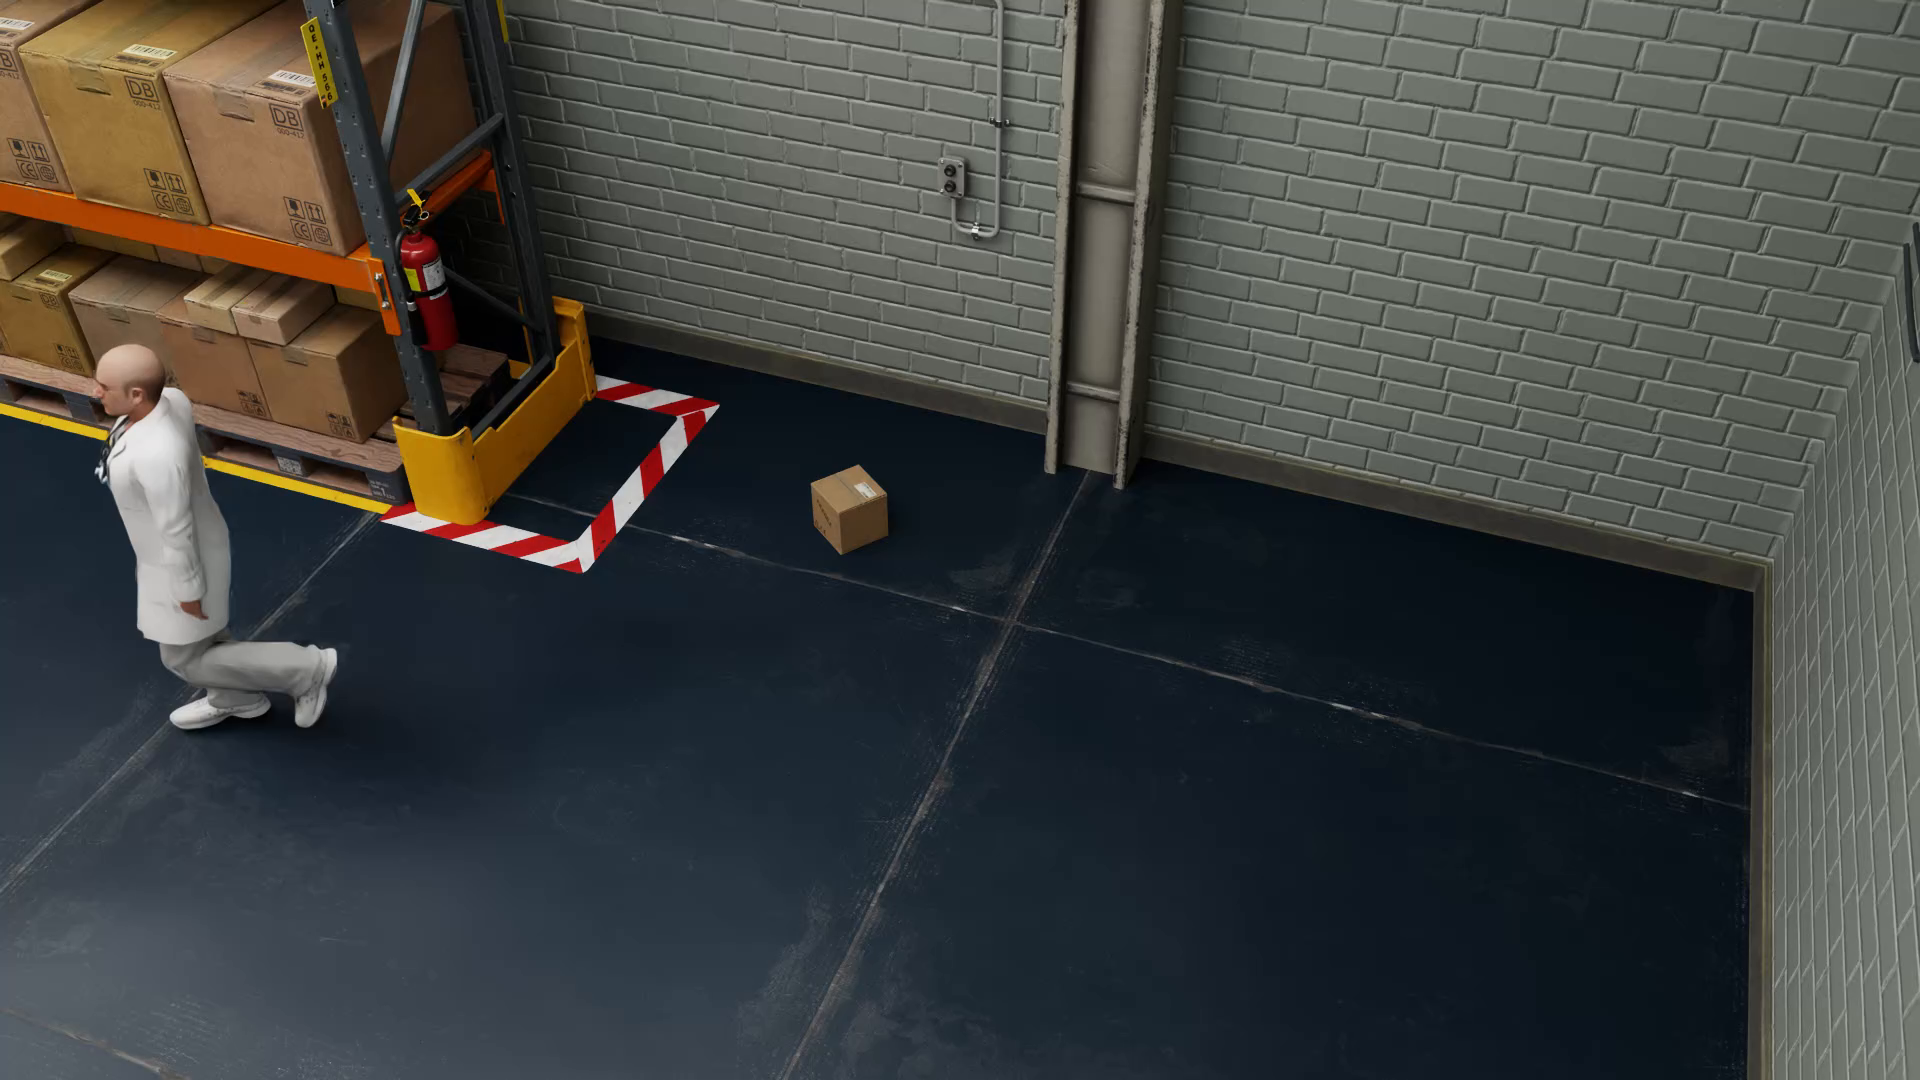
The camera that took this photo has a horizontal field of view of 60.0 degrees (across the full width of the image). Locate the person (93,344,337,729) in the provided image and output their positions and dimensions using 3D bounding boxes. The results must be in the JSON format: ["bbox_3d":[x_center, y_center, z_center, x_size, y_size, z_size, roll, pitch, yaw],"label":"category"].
[{"bbox_3d":[-2.782,0.047,6.085,0.698,1.762,0.567,-13,43,-14],"label":"person"}]
